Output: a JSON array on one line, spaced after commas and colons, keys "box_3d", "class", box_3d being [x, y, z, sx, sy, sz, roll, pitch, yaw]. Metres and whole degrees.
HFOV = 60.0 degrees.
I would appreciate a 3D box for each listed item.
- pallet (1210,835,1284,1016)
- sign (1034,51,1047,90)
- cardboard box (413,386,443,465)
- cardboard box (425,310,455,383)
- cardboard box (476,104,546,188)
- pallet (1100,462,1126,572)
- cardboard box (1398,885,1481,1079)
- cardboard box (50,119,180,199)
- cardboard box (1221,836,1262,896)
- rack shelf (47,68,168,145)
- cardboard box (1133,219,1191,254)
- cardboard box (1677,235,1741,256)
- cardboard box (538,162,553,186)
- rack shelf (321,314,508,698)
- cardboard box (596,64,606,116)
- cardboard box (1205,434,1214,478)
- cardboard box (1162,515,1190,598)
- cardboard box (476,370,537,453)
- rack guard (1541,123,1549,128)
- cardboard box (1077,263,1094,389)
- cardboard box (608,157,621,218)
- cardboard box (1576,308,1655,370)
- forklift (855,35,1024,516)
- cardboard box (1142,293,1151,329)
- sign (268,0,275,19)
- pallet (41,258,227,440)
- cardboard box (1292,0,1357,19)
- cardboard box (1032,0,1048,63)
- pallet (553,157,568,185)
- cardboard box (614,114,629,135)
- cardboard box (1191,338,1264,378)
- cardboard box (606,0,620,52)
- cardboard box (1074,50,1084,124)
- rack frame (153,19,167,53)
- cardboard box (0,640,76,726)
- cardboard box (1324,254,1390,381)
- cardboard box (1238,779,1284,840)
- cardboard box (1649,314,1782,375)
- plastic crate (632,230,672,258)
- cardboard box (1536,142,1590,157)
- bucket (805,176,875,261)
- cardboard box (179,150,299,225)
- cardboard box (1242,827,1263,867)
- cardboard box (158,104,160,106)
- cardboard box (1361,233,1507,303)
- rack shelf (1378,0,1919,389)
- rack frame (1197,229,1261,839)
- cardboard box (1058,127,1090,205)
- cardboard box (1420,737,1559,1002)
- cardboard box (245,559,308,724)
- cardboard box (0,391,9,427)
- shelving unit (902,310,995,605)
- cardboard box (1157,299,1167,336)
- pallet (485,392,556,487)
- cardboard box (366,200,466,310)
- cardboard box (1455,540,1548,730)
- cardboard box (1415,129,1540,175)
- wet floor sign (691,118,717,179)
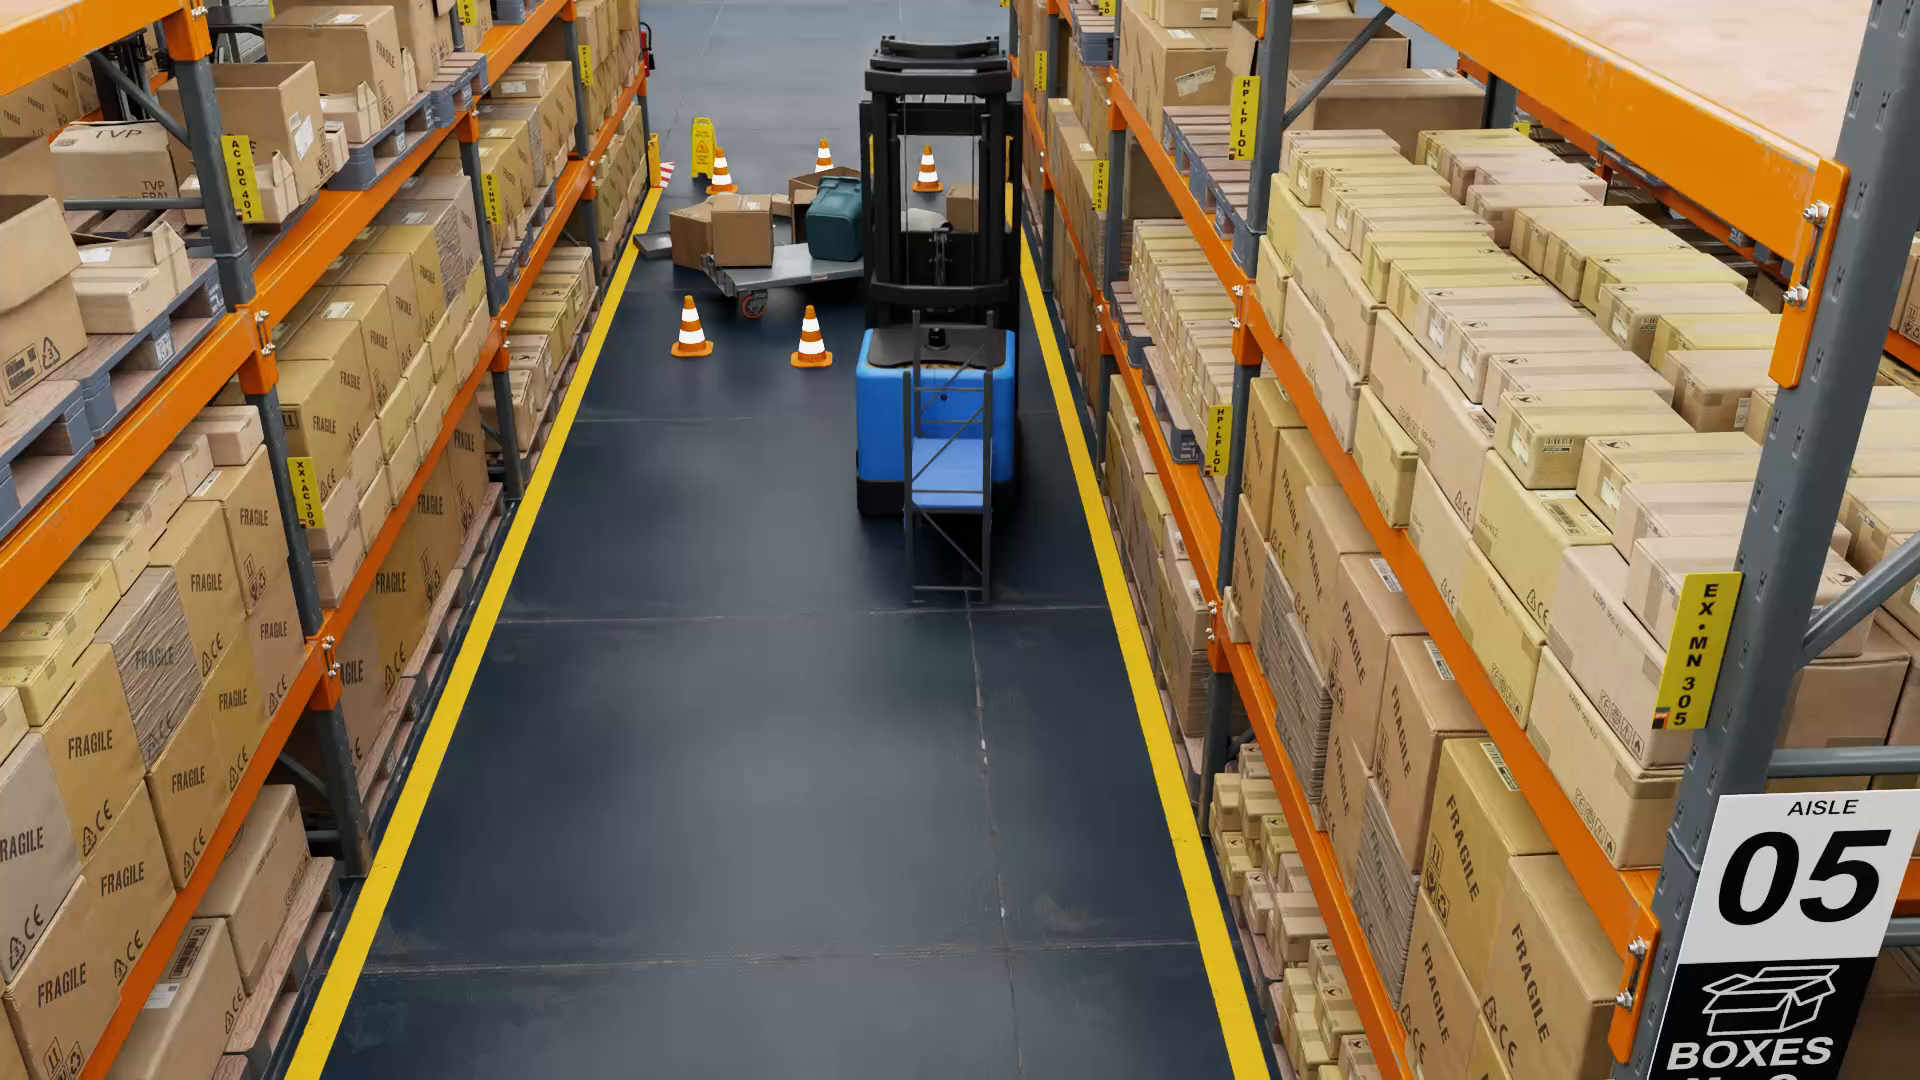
[{"box_3d": [1.734, 1.619, 7.480, 1.003, 0.211, 1.213, -1, 28, -3], "class": "pallet"}, {"box_3d": [0.692, -4.026, 14.266, 0.100, 0.325, 0.005, -1, 28, -3], "class": "sign"}, {"box_3d": [-3.090, -0.611, 8.902, 0.500, 0.250, 0.500, -2, 28, -3], "class": "cardboard box"}, {"box_3d": [-3.127, -1.073, 9.247, 0.500, 0.250, 0.500, -2, 28, -4], "class": "cardboard box"}, {"box_3d": [-3.363, -2.900, 12.246, 0.500, 0.500, 0.500, -2, 28, -5], "class": "cardboard box"}, {"box_3d": [1.494, -0.177, 10.923, 1.003, 0.211, 1.213, -1, 28, -3], "class": "pallet"}, {"box_3d": [1.570, 1.305, 4.637, 0.500, 0.500, 0.500, -2, 28, -3], "class": "cardboard box"}, {"box_3d": [-3.530, -1.639, 7.110, 0.500, 0.311, 0.500, -1, 28, -3], "class": "cardboard box"}, {"box_3d": [1.376, 1.450, 7.417, 0.380, 0.149, 0.250, -1, 28, -1], "class": "cardboard box"}, {"box_3d": [-8.753, -3.938, 15.897, 1.077, 0.370, 4.000, -1, 28, -3], "class": "rack shelf"}, {"box_3d": [1.286, -1.893, 10.371, 0.380, 0.149, 0.250, -1, 28, -3], "class": "cardboard box"}, {"box_3d": [6.221, -2.276, 14.160, 0.700, 0.500, 0.500, -2, 28, -3], "class": "cardboard box"}, {"box_3d": [-3.351, -2.827, 12.807, 0.380, 0.149, 0.250, -1, 28, -3], "class": "cardboard box"}, {"box_3d": [-3.379, -0.365, 9.047, 1.077, 0.370, 4.000, -1, 28, -3], "class": "rack shelf"}, {"box_3d": [-3.486, -4.073, 14.947, 0.500, 0.500, 0.500, -1, 28, -3], "class": "cardboard box"}, {"box_3d": [1.420, -0.415, 8.182, 0.380, 0.149, 0.250, -1, 28, -3], "class": "cardboard box"}, {"box_3d": [1.359, 0.087, 8.839, 0.500, 0.250, 0.500, 0, 28, 0], "class": "cardboard box"}, {"box_3d": [-3.503, -0.890, 11.663, 0.950, 0.372, 0.625, -3, 28, -6], "class": "cardboard box"}, {"box_3d": [5.999, -4.398, 18.704, 1.175, 0.500, 0.348, -1, 28, -3], "class": "rack guard"}, {"box_3d": [1.464, -1.650, 12.710, 1.050, 0.750, 0.750, -1, 28, -2], "class": "cardboard box"}, {"box_3d": [-3.493, -3.281, 15.567, 0.500, 0.500, 0.500, 0, 28, -1], "class": "cardboard box"}, {"box_3d": [2.038, -0.482, 4.870, 0.500, 0.250, 0.500, -2, 28, -5], "class": "cardboard box"}, {"box_3d": [-0.116, -2.101, 11.672, 1.130, 2.935, 3.031, 1, 28, 2], "class": "forklift"}, {"box_3d": [1.305, -1.389, 10.049, 0.380, 0.149, 0.250, 0, 28, 0], "class": "cardboard box"}, {"box_3d": [-4.025, -3.155, 9.815, 0.100, 0.325, 0.005, -1, 28, -3], "class": "sign"}, {"box_3d": [-3.242, -0.673, 5.711, 1.003, 0.211, 1.213, -1, 28, -3], "class": "pallet"}, {"box_3d": [1.823, -2.714, 8.592, 0.396, 0.266, 0.258, -1, 28, -3], "class": "cardboard box"}, {"box_3d": [1.116, -4.589, 15.037, 0.875, 0.550, 0.550, -1, 28, -3], "class": "cardboard box"}, {"box_3d": [-3.797, -3.014, 13.554, 1.003, 0.211, 1.213, -1, 28, -3], "class": "pallet"}, {"box_3d": [-3.490, -4.120, 16.475, 0.380, 0.149, 0.250, 0, 28, 0], "class": "cardboard box"}, {"box_3d": [1.398, -0.924, 8.515, 0.380, 0.149, 0.250, -2, 28, -4], "class": "cardboard box"}, {"box_3d": [-3.503, -4.752, 15.169, 0.700, 0.500, 0.500, -2, 28, -4], "class": "cardboard box"}, {"box_3d": [1.307, -3.642, 13.363, 0.700, 0.500, 0.500, -2, 28, -3], "class": "cardboard box"}, {"box_3d": [-8.858, -5.181, 17.502, 1.000, 3.000, 0.127, -1, 28, -3], "class": "rack frame"}, {"box_3d": [-2.847, 0.424, 4.866, 0.380, 0.149, 0.250, -2, 28, -4], "class": "cardboard box"}, {"box_3d": [1.483, -0.721, 5.329, 0.500, 0.250, 0.500, -1, 28, -2], "class": "cardboard box"}, {"box_3d": [1.430, 1.180, 7.292, 0.380, 0.149, 0.250, 0, 28, 0], "class": "cardboard box"}, {"box_3d": [2.097, -0.495, 4.464, 0.380, 0.149, 0.250, -1, 28, -1], "class": "cardboard box"}, {"box_3d": [-2.955, -2.905, 16.296, 0.402, 0.080, 0.583, -11, 30, -20], "class": "plastic crate"}, {"box_3d": [6.091, -3.766, 17.038, 0.500, 0.500, 0.500, 1, 28, 2], "class": "cardboard box"}, {"box_3d": [-1.064, -2.851, 14.931, 0.726, 0.611, 0.620, 8, 39, 15], "class": "bucket"}, {"box_3d": [-2.951, -1.457, 6.809, 0.396, 0.266, 0.258, -2, 28, -3], "class": "cardboard box"}, {"box_3d": [1.466, 1.309, 7.366, 0.380, 0.149, 0.250, -1, 28, -2], "class": "cardboard box"}, {"box_3d": [-8.522, -4.386, 17.416, 0.500, 0.250, 0.500, 0, 28, -1], "class": "cardboard box"}, {"box_3d": [1.458, -0.840, 5.127, 0.380, 0.149, 0.250, 0, 28, 0], "class": "cardboard box"}, {"box_3d": [1.768, -1.343, 4.437, 1.077, 0.370, 4.000, -1, 28, -3], "class": "rack shelf"}, {"box_3d": [1.664, 0.073, 7.428, 1.000, 3.000, 0.127, -1, 28, -3], "class": "rack frame"}, {"box_3d": [1.055, -2.952, 13.121, 0.500, 0.500, 0.500, -2, 28, -3], "class": "cardboard box"}, {"box_3d": [1.574, 0.862, 4.406, 0.500, 0.500, 0.500, -2, 28, -4], "class": "cardboard box"}, {"box_3d": [-2.995, 0.403, 6.688, 0.500, 0.500, 0.500, -1, 28, -2], "class": "cardboard box"}, {"box_3d": [-3.021, -0.453, 4.523, 0.500, 0.500, 0.500, -1, 28, -2], "class": "cardboard box"}, {"box_3d": [-0.058, -0.516, 10.179, 0.538, 1.500, 1.048, 1, 28, 2], "class": "shelving unit"}, {"box_3d": [1.339, -1.273, 9.505, 0.380, 0.149, 0.250, -1, 28, -3], "class": "cardboard box"}, {"box_3d": [-3.523, -0.732, 11.988, 1.003, 0.211, 1.213, -1, 28, -3], "class": "pallet"}, {"box_3d": [-3.160, -1.626, 9.497, 0.500, 0.500, 0.500, -1, 28, -2], "class": "cardboard box"}, {"box_3d": [1.551, 0.218, 4.069, 0.500, 0.250, 0.500, -1, 28, -3], "class": "cardboard box"}, {"box_3d": [1.953, -1.451, 6.297, 0.380, 0.149, 0.250, -3, 28, -5], "class": "cardboard box"}, {"box_3d": [-2.842, -4.372, 18.497, 0.267, 0.644, 0.232, 8, 29, 15], "class": "wet floor sign"}]
